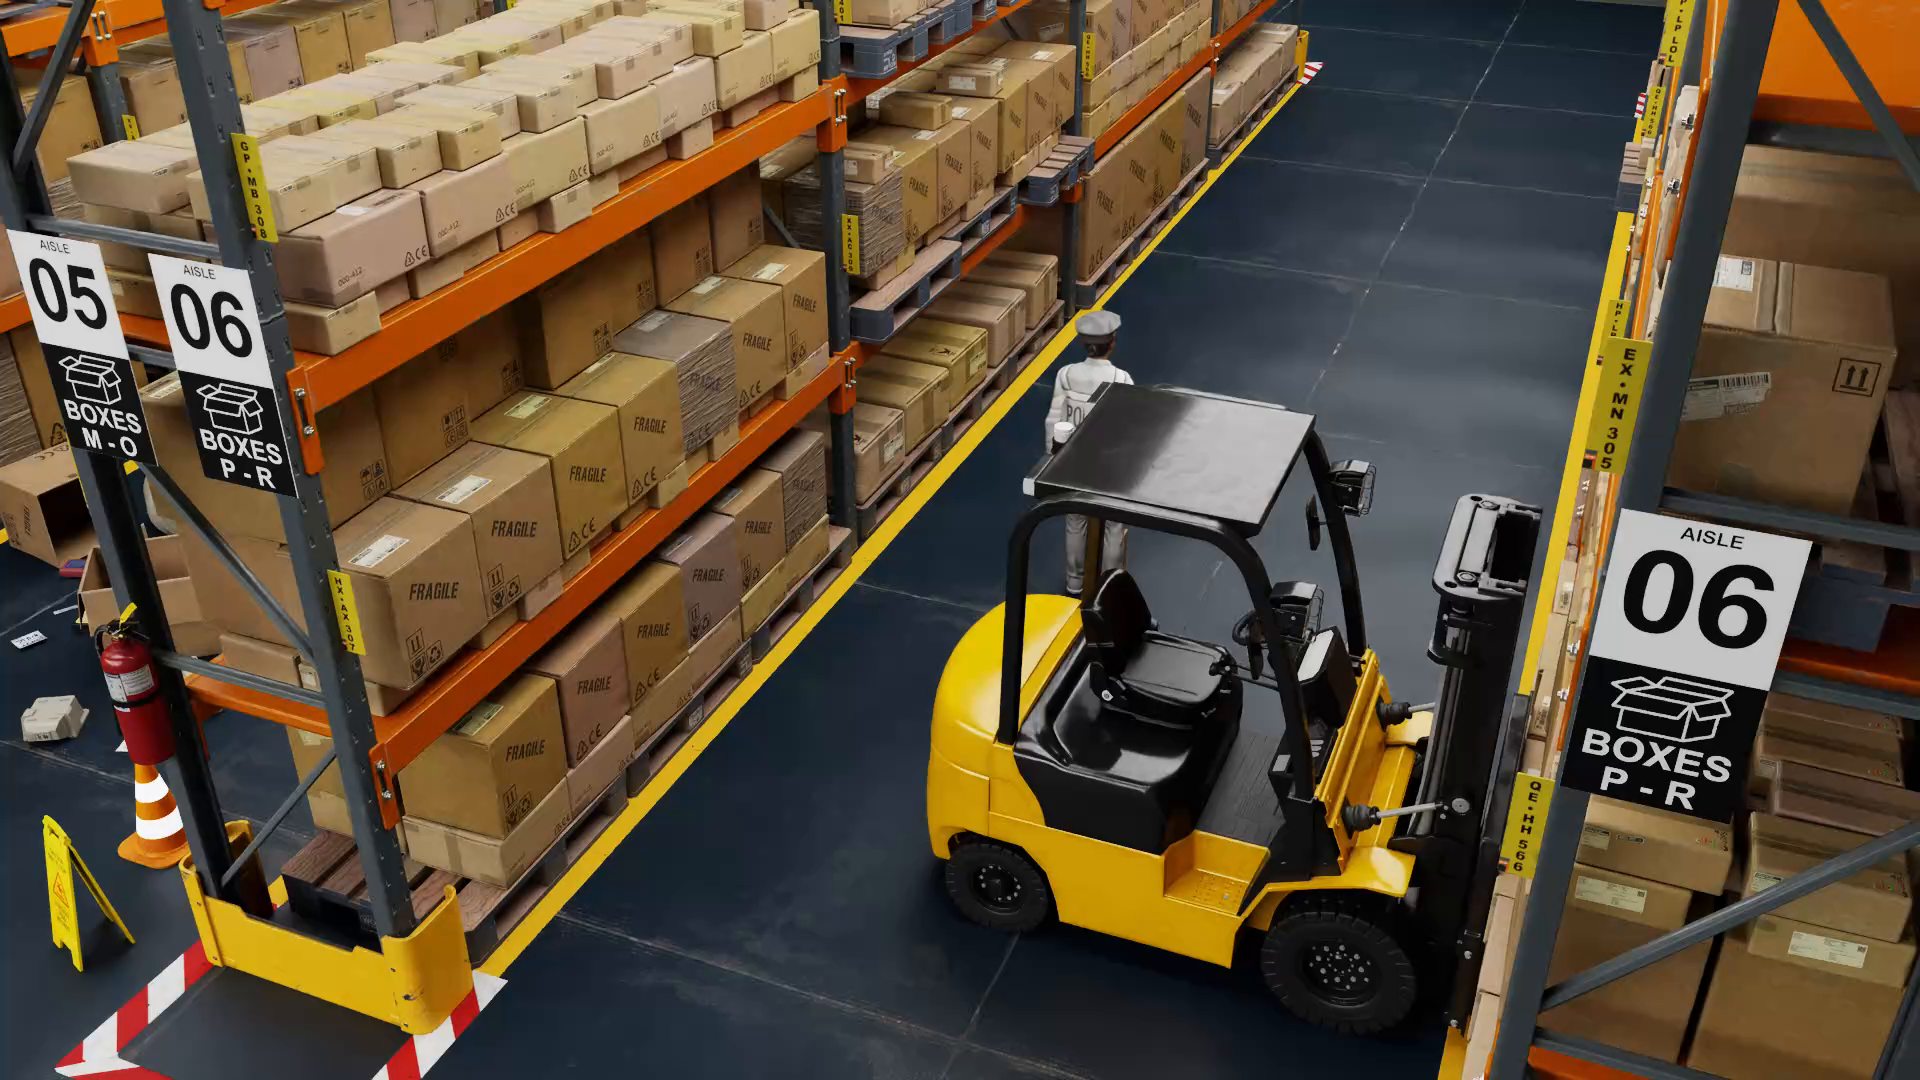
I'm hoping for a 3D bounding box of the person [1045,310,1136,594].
[{"bbox_3d":[0.736,-0.428,9.135,0.536,1.663,0.405,11,32,18],"label":"person"}]
